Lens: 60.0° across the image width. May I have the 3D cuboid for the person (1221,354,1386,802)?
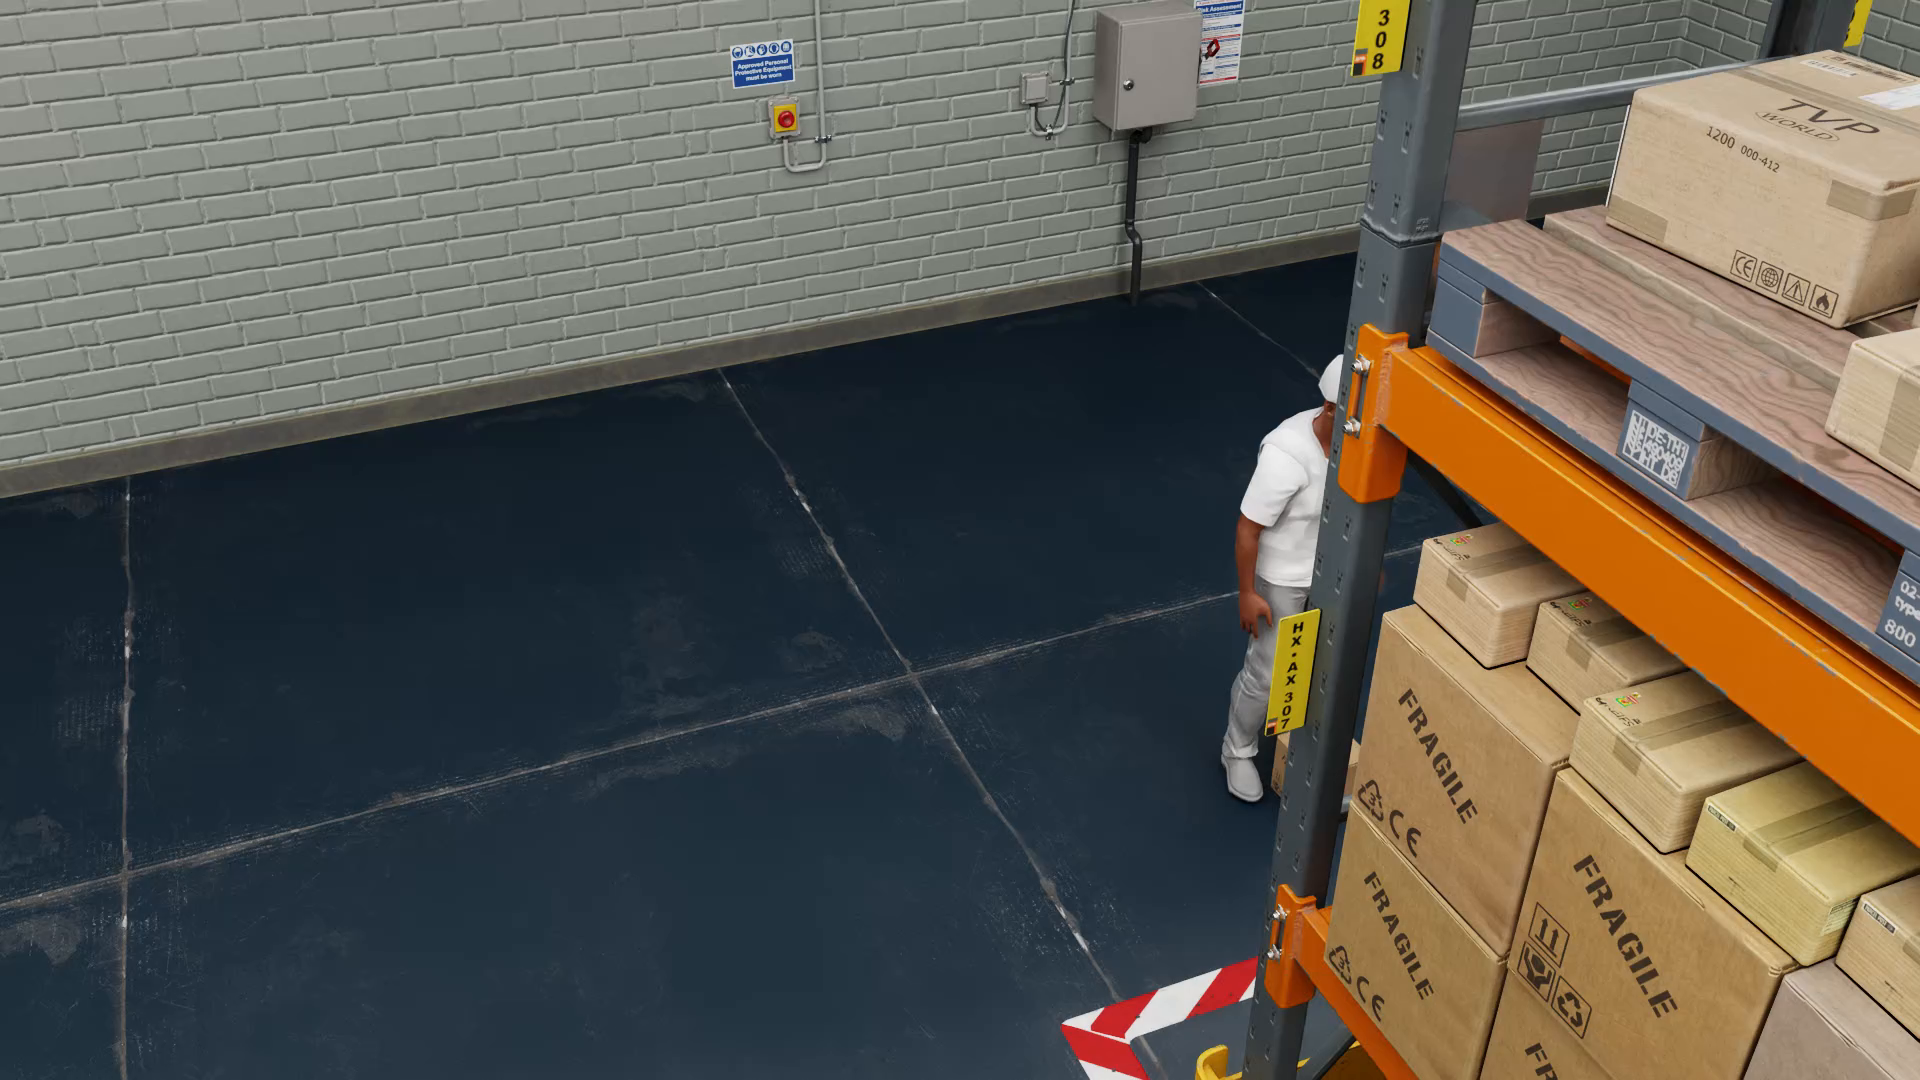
[{"bbox_3d":[1.254,0.119,5.942,0.635,1.761,0.454,-15,36,-21],"label":"person"}]
